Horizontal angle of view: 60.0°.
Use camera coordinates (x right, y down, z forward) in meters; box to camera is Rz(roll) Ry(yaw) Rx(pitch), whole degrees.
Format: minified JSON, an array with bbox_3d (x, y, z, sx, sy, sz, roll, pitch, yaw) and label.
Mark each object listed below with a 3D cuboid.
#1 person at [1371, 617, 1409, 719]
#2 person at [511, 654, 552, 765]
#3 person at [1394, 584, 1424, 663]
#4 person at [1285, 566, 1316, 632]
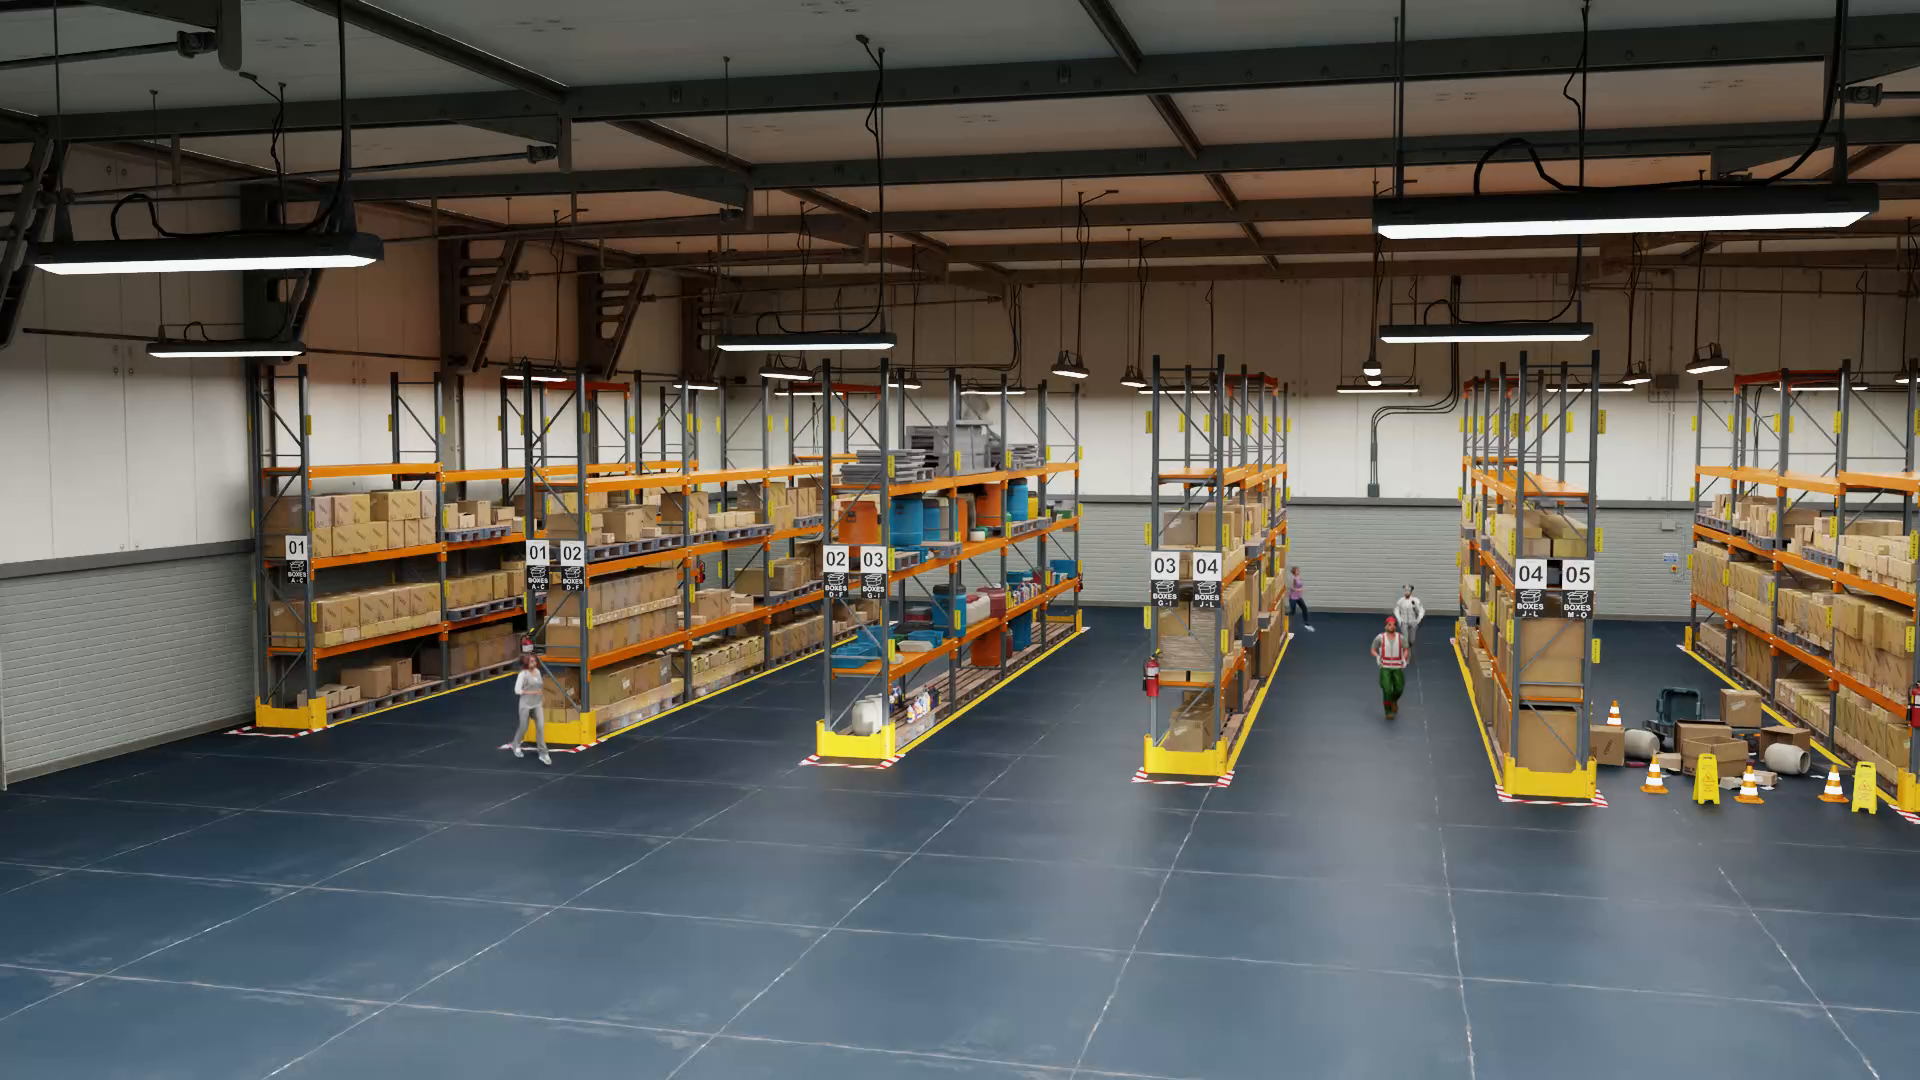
[{"bbox_3d":[7.341,2.178,28.348,0.652,1.738,0.615,0,4,7],"label":"person"},{"bbox_3d":[-6.360,2.482,24.603,0.854,1.608,0.550,4,5,42],"label":"person"},{"bbox_3d":[9.484,1.759,35.150,0.618,1.668,0.511,1,4,20],"label":"person"},{"bbox_3d":[8.134,1.425,40.361,0.888,1.591,0.552,3,5,36],"label":"person"}]
